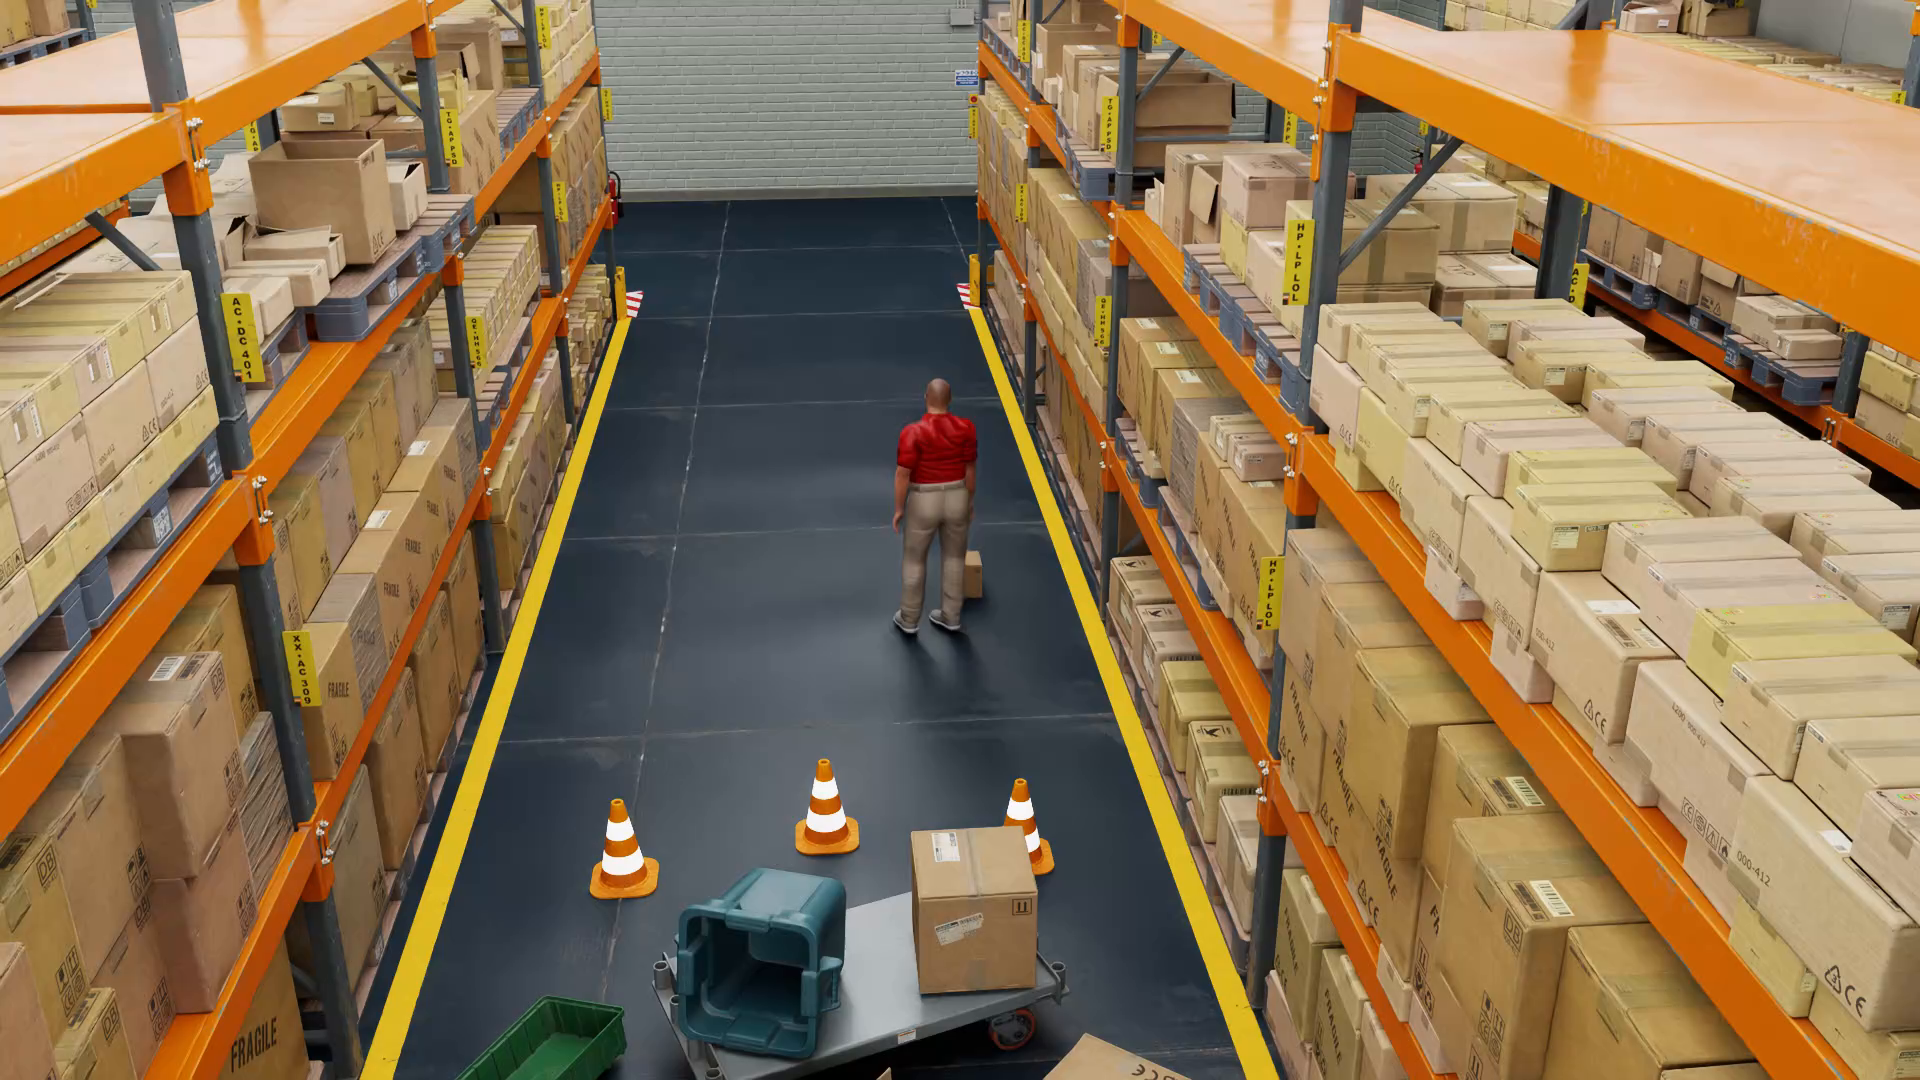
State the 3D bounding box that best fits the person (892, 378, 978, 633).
[{"bbox_3d":[-0.169,-0.228,10.826,0.577,1.735,0.379,-5,24,-12],"label":"person"}]
